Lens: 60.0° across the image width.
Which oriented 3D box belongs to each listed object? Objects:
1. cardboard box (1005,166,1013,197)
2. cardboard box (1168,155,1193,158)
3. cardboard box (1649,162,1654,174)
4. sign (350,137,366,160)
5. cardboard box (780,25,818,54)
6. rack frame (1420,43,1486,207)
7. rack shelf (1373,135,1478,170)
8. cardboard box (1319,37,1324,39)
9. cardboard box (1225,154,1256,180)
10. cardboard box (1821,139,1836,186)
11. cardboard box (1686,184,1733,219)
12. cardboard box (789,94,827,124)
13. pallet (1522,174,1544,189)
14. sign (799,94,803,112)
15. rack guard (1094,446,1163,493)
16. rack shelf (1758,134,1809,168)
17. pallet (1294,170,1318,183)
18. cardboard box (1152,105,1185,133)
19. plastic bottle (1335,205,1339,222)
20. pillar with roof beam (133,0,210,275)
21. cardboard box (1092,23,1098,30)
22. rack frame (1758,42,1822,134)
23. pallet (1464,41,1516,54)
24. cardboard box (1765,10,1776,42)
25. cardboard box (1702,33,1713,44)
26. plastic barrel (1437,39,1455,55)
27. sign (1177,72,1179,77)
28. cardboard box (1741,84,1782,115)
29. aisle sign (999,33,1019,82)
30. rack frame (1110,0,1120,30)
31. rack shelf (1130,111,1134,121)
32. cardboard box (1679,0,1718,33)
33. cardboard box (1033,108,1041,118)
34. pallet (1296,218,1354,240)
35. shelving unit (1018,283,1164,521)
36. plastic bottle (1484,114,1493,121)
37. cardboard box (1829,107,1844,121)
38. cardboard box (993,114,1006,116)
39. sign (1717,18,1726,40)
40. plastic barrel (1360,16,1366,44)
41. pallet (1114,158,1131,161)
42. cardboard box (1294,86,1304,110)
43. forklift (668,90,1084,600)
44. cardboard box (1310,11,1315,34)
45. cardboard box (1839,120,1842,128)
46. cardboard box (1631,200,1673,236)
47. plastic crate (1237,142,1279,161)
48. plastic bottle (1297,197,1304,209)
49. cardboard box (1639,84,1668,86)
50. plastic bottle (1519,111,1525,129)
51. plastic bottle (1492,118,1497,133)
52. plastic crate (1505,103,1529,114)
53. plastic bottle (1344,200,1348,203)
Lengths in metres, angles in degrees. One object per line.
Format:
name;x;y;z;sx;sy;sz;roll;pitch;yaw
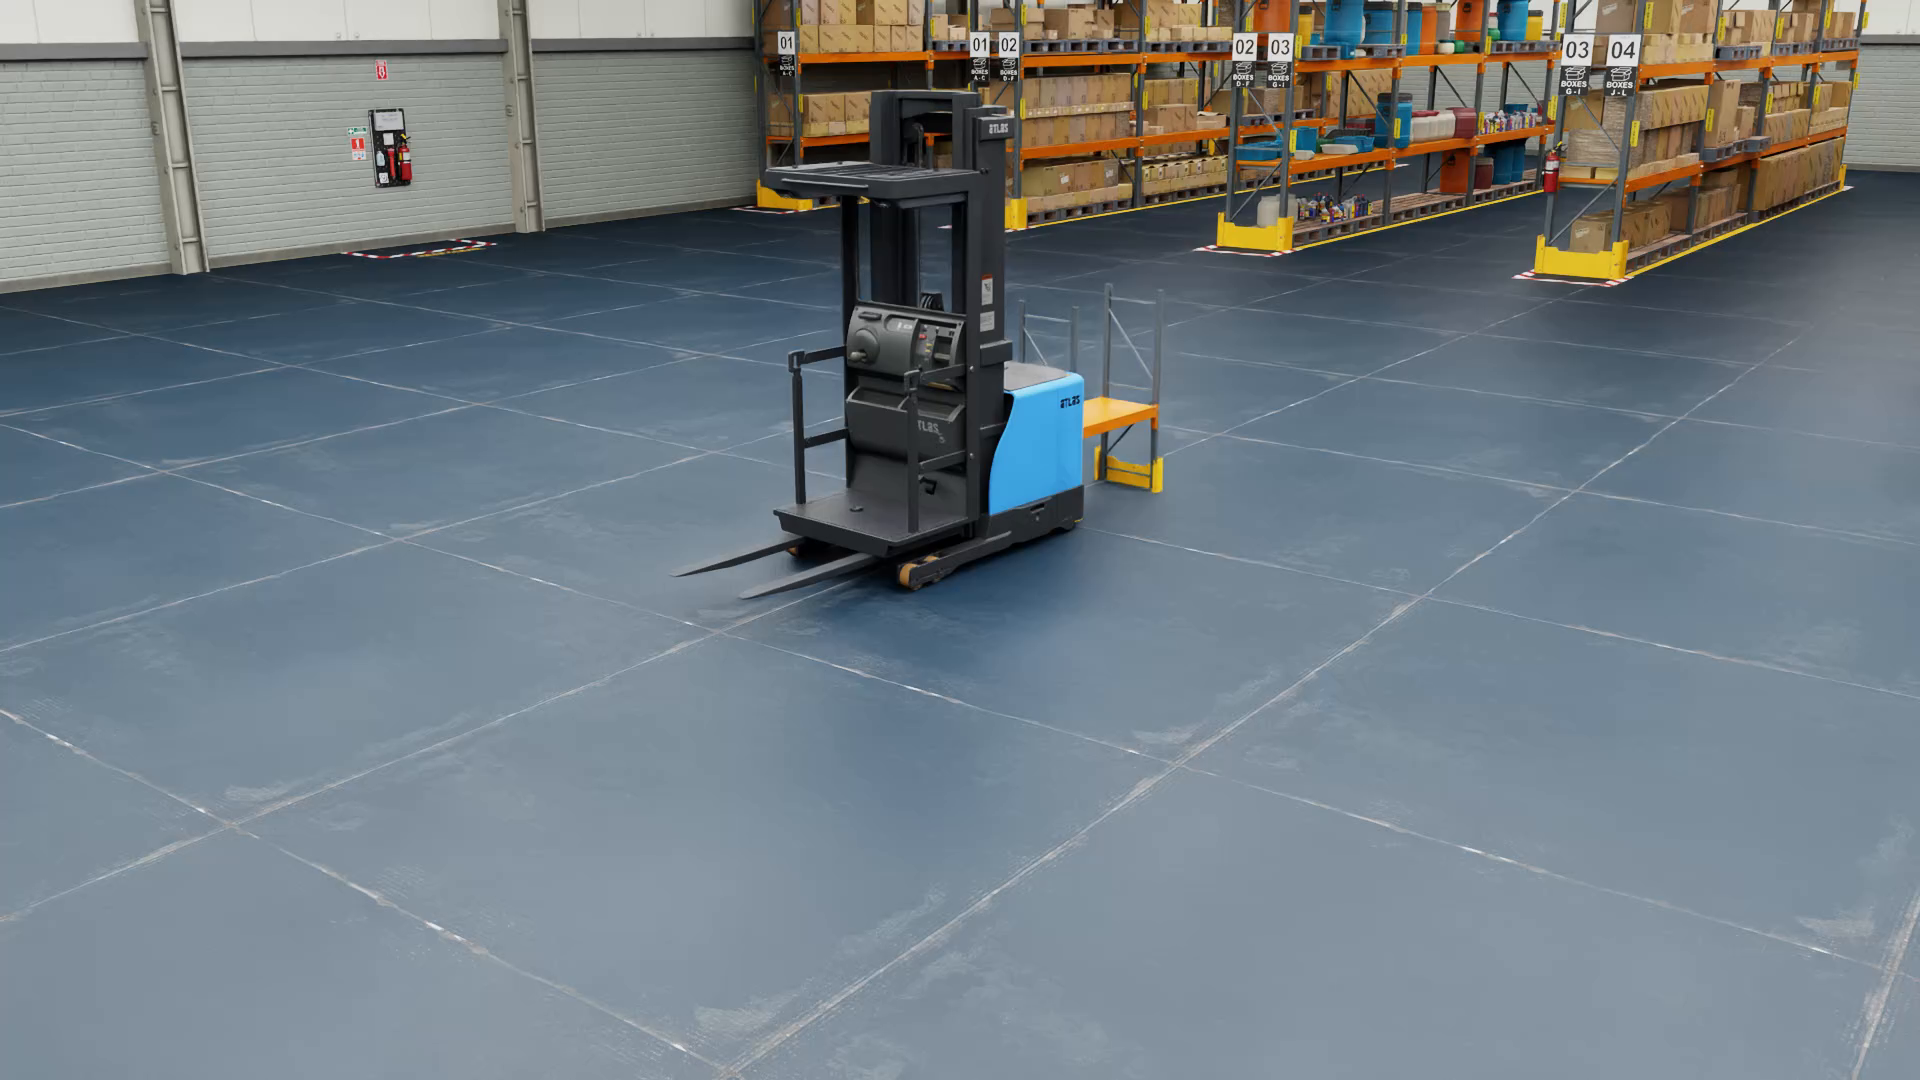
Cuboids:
cardboard box;0.688;-6.282;29.078;0.500;0.500;0.500;12;21;35
cardboard box;4.520;-7.717;34.019;0.500;0.311;0.500;12;21;33
cardboard box;9.662;-5.309;23.706;0.380;0.149;0.250;12;21;35
sign;-9.141;-5.943;25.262;0.001;0.329;0.234;12;21;35
cardboard box;-2.973;-9.256;30.731;0.500;0.500;0.500;13;22;36
rack frame;9.350;-7.885;31.578;1.000;3.000;0.127;12;21;35
rack shelf;8.158;-7.065;30.151;1.077;0.370;4.000;12;21;35
cardboard box;8.246;-11.147;37.277;0.500;0.250;0.500;12;21;35
cardboard box;5.875;-7.836;34.891;0.500;0.500;0.500;14;22;37
cardboard box;17.235;-7.718;33.914;0.875;0.875;0.875;12;21;35
cardboard box;12.624;-5.729;28.107;0.700;0.500;0.500;10;20;30
cardboard box;-2.847;-8.087;31.183;0.500;0.500;0.500;12;21;35
pallet;12.140;-7.688;35.645;1.003;0.211;1.213;12;21;35
sign;-2.937;-8.048;30.642;0.100;0.325;0.005;12;21;35
rack guard;1.269;-0.536;12.549;0.587;0.250;0.087;14;22;39
rack shelf;14.519;-7.143;30.400;1.077;0.370;4.000;12;21;35
pallet;7.303;-8.182;37.235;1.003;0.211;1.213;12;21;35
cardboard box;4.074;-8.281;32.685;0.500;0.500;0.500;12;21;35
plastic bottle;6.178;-5.369;27.334;0.097;0.271;0.097;0;17;0
pillar with roof beam;-7.344;-7.296;19.566;9.100;9.000;0.400;12;21;35
cardboard box;2.157;-9.264;30.166;0.500;0.311;0.500;11;20;32
rack frame;15.711;-7.963;31.827;1.000;3.000;0.127;12;21;35
pallet;9.884;-9.392;31.692;1.003;0.211;1.213;12;21;35
cardboard box;13.244;-8.571;27.717;0.500;0.500;0.500;13;22;36
cardboard box;10.983;-7.480;24.796;0.380;0.149;0.250;13;22;36
plastic barrel;8.780;-8.908;30.045;0.301;0.262;0.301;0;17;0
sign;5.718;-12.092;43.531;0.100;0.325;0.005;12;21;35
cardboard box;14.167;-7.863;29.646;0.797;0.503;0.637;13;21;36
aisle sign;0.814;-8.028;27.653;0.394;0.787;0.004;12;21;35
rack frame;3.777;-13.454;39.394;1.000;3.000;0.127;12;21;35
rack shelf;2.585;-9.769;38.856;1.077;0.370;4.000;12;21;35
cardboard box;10.881;-7.766;24.623;0.500;0.500;0.500;12;21;33
cardboard box;1.169;-7.332;28.535;0.380;0.149;0.250;12;21;33
pallet;5.806;-5.156;27.492;1.003;0.211;1.213;12;21;35
shelving unit;0.944;-1.021;12.004;0.587;1.500;1.083;14;22;39
plastic bottle;10.722;-8.488;33.729;0.152;0.276;0.135;12;21;35
cardboard box;17.716;-8.703;33.962;0.500;0.250;0.500;12;21;34
cardboard box;0.682;-7.338;28.554;0.380;0.149;0.250;12;21;34
sign;11.385;-7.643;24.867;0.100;0.325;0.005;12;21;35
plastic barrel;6.552;-8.551;27.768;0.421;0.512;0.421;0;17;0
pallet;3.378;-9.060;40.062;1.003;0.211;1.213;12;21;35
cardboard box;7.295;-9.889;37.154;0.700;0.500;0.500;5;18;16
forklift;-0.487;-1.259;10.356;1.130;2.935;3.031;14;22;39
cardboard box;7.398;-11.336;36.586;0.600;0.600;0.600;10;20;30
cardboard box;17.842;-8.530;34.079;0.380;0.149;0.250;12;21;35
cardboard box;10.674;-4.976;25.716;0.500;0.500;0.500;12;21;33
plastic crate;4.641;-6.081;26.018;0.499;0.251;0.616;12;21;35
plastic bottle;5.676;-5.568;27.841;0.144;0.351;0.185;13;22;37
cardboard box;10.472;-6.662;25.284;0.500;0.500;0.500;12;21;35
plastic bottle;11.338;-8.494;33.620;0.144;0.351;0.185;12;21;35
plastic bottle;10.397;-8.064;32.352;0.061;0.283;0.133;12;21;35
plastic crate;11.737;-9.030;35.191;0.392;0.384;0.575;12;21;35
plastic bottle;6.566;-5.612;28.109;0.152;0.276;0.135;12;21;35
